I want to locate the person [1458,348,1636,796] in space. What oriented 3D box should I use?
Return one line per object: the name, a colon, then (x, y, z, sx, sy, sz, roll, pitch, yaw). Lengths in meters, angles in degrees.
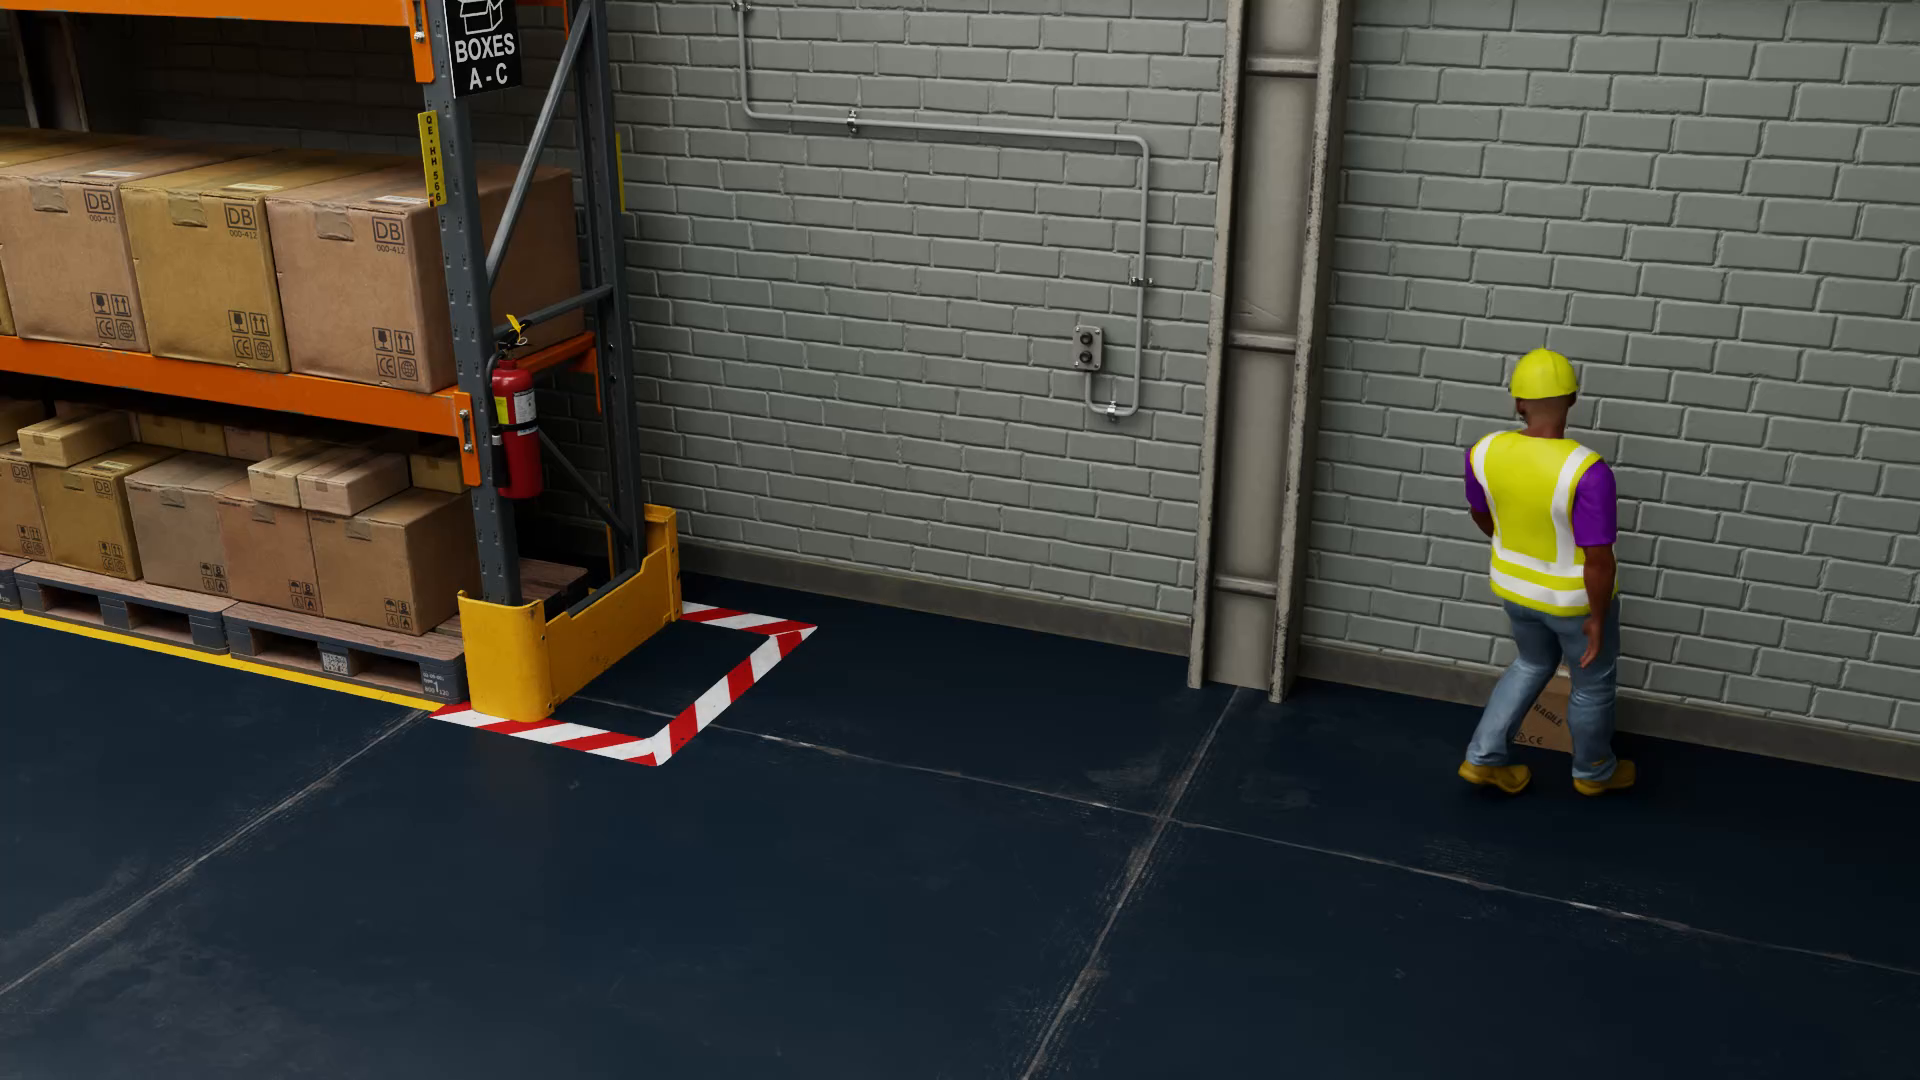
person: (2.133, 0.133, 5.815, 0.785, 1.712, 0.598, -16, 27, -34)
